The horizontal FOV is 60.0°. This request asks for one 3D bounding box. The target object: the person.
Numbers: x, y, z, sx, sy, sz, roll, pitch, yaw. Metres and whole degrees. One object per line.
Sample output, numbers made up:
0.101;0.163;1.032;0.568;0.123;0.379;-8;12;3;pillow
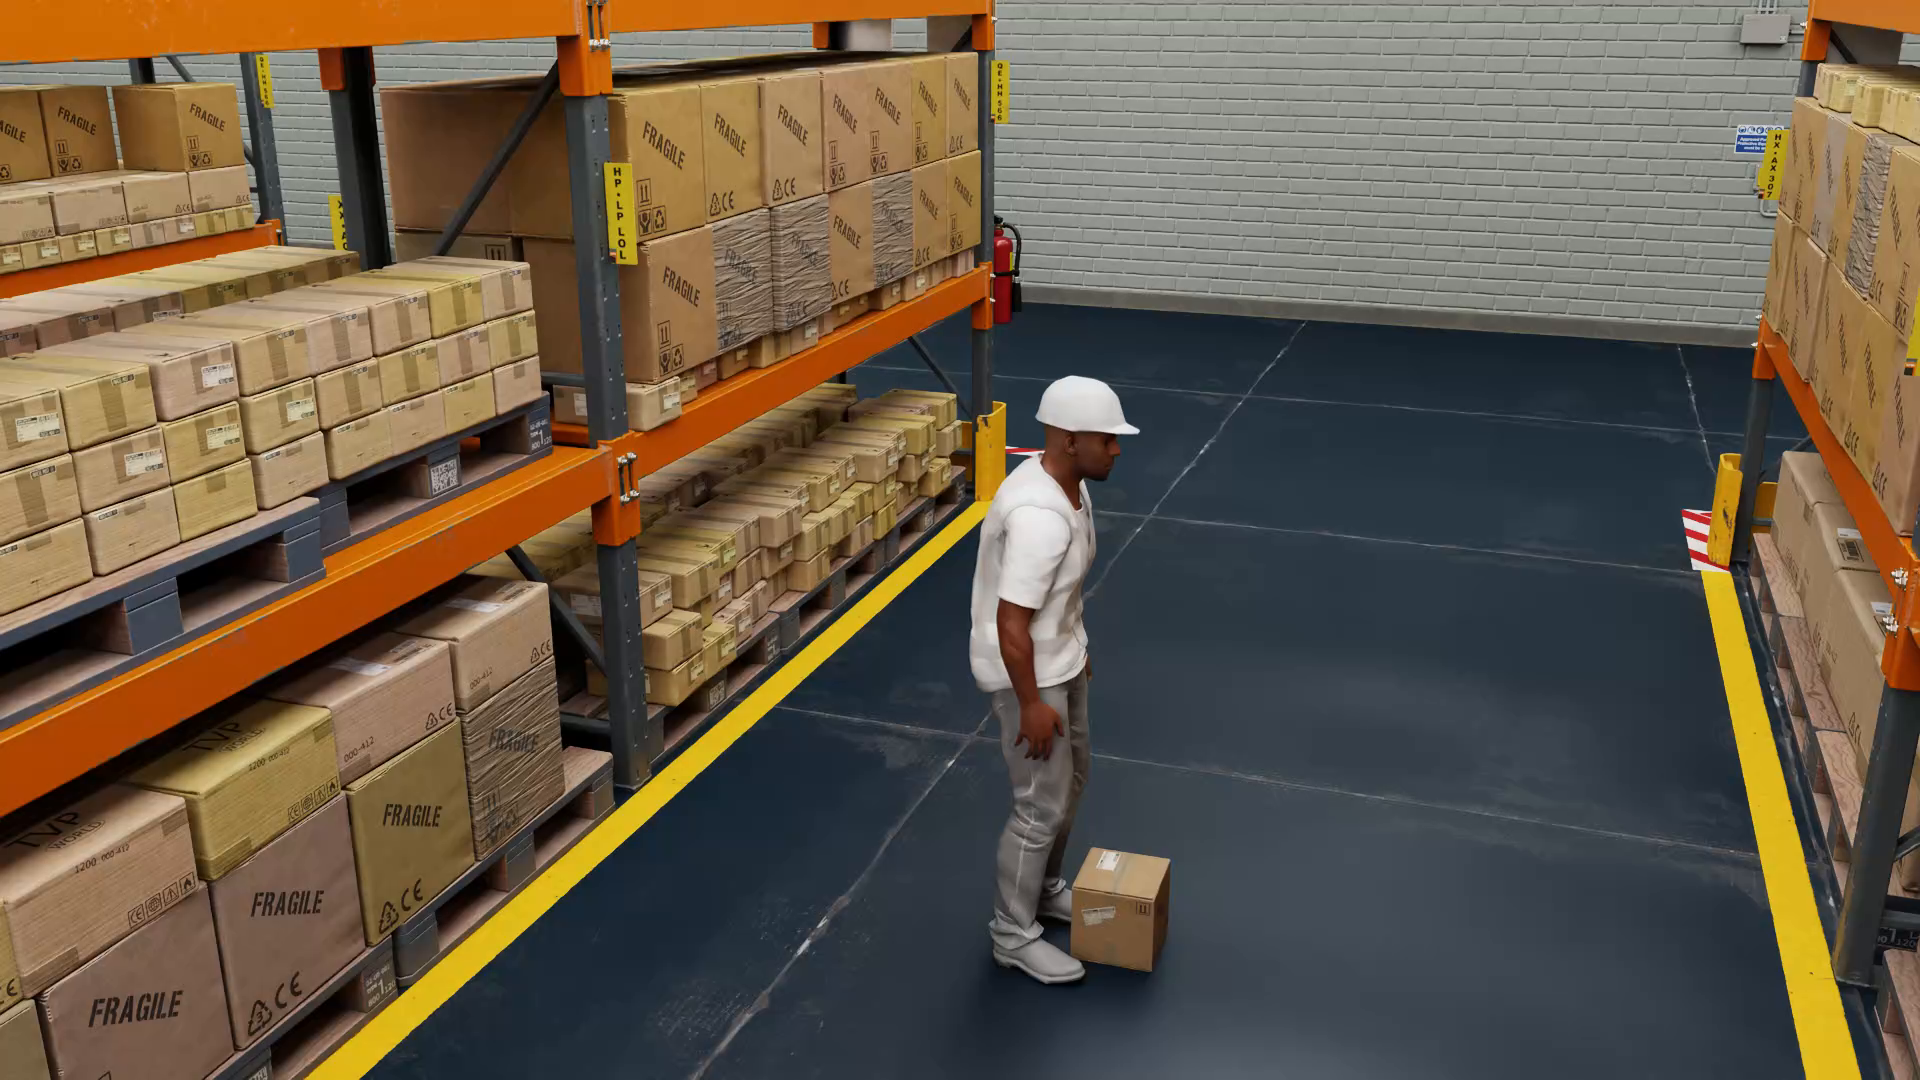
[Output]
0.269;0.384;4.889;0.458;1.759;0.630;5;19;15;person
